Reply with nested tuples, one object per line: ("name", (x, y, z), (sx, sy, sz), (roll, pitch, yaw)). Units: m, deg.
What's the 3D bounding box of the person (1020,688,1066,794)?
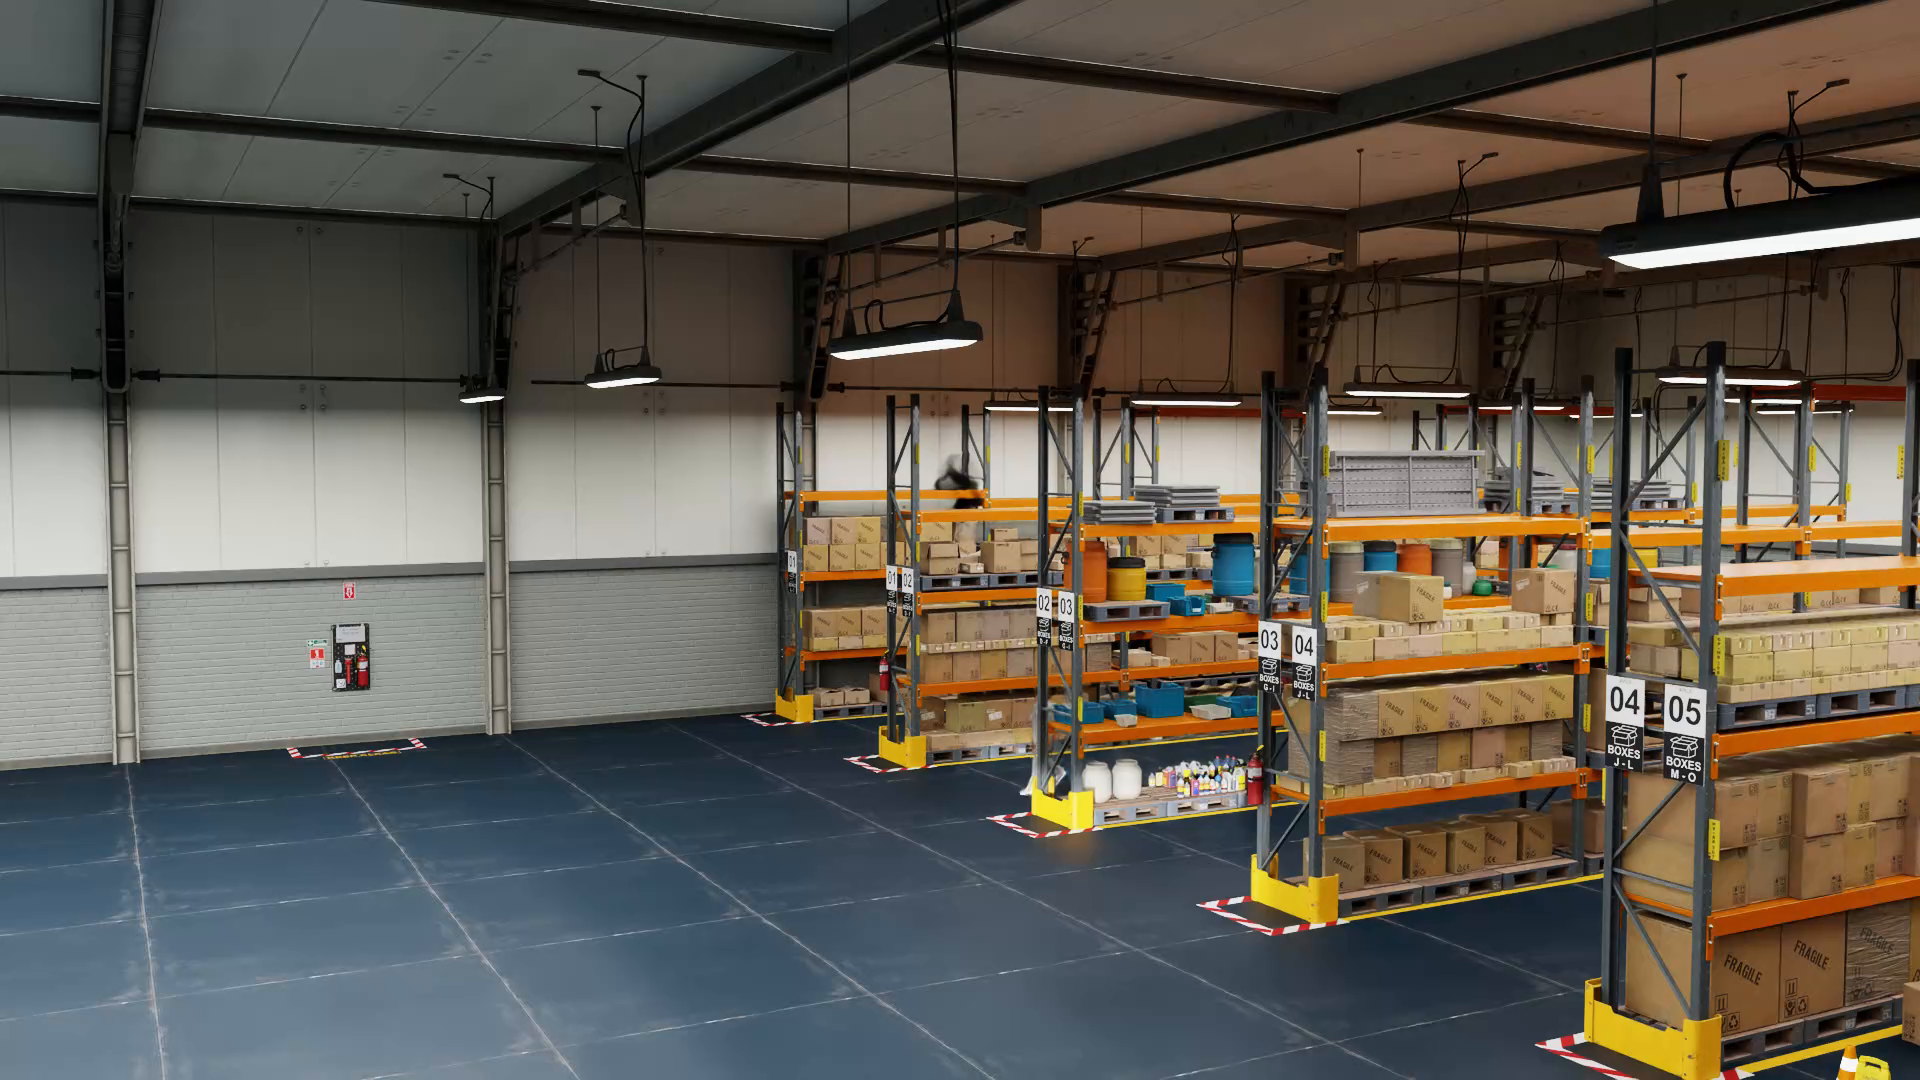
("person", (1.267, 2.955, 24.692), (0.830, 1.597, 0.585), (-2, 4, -32))
